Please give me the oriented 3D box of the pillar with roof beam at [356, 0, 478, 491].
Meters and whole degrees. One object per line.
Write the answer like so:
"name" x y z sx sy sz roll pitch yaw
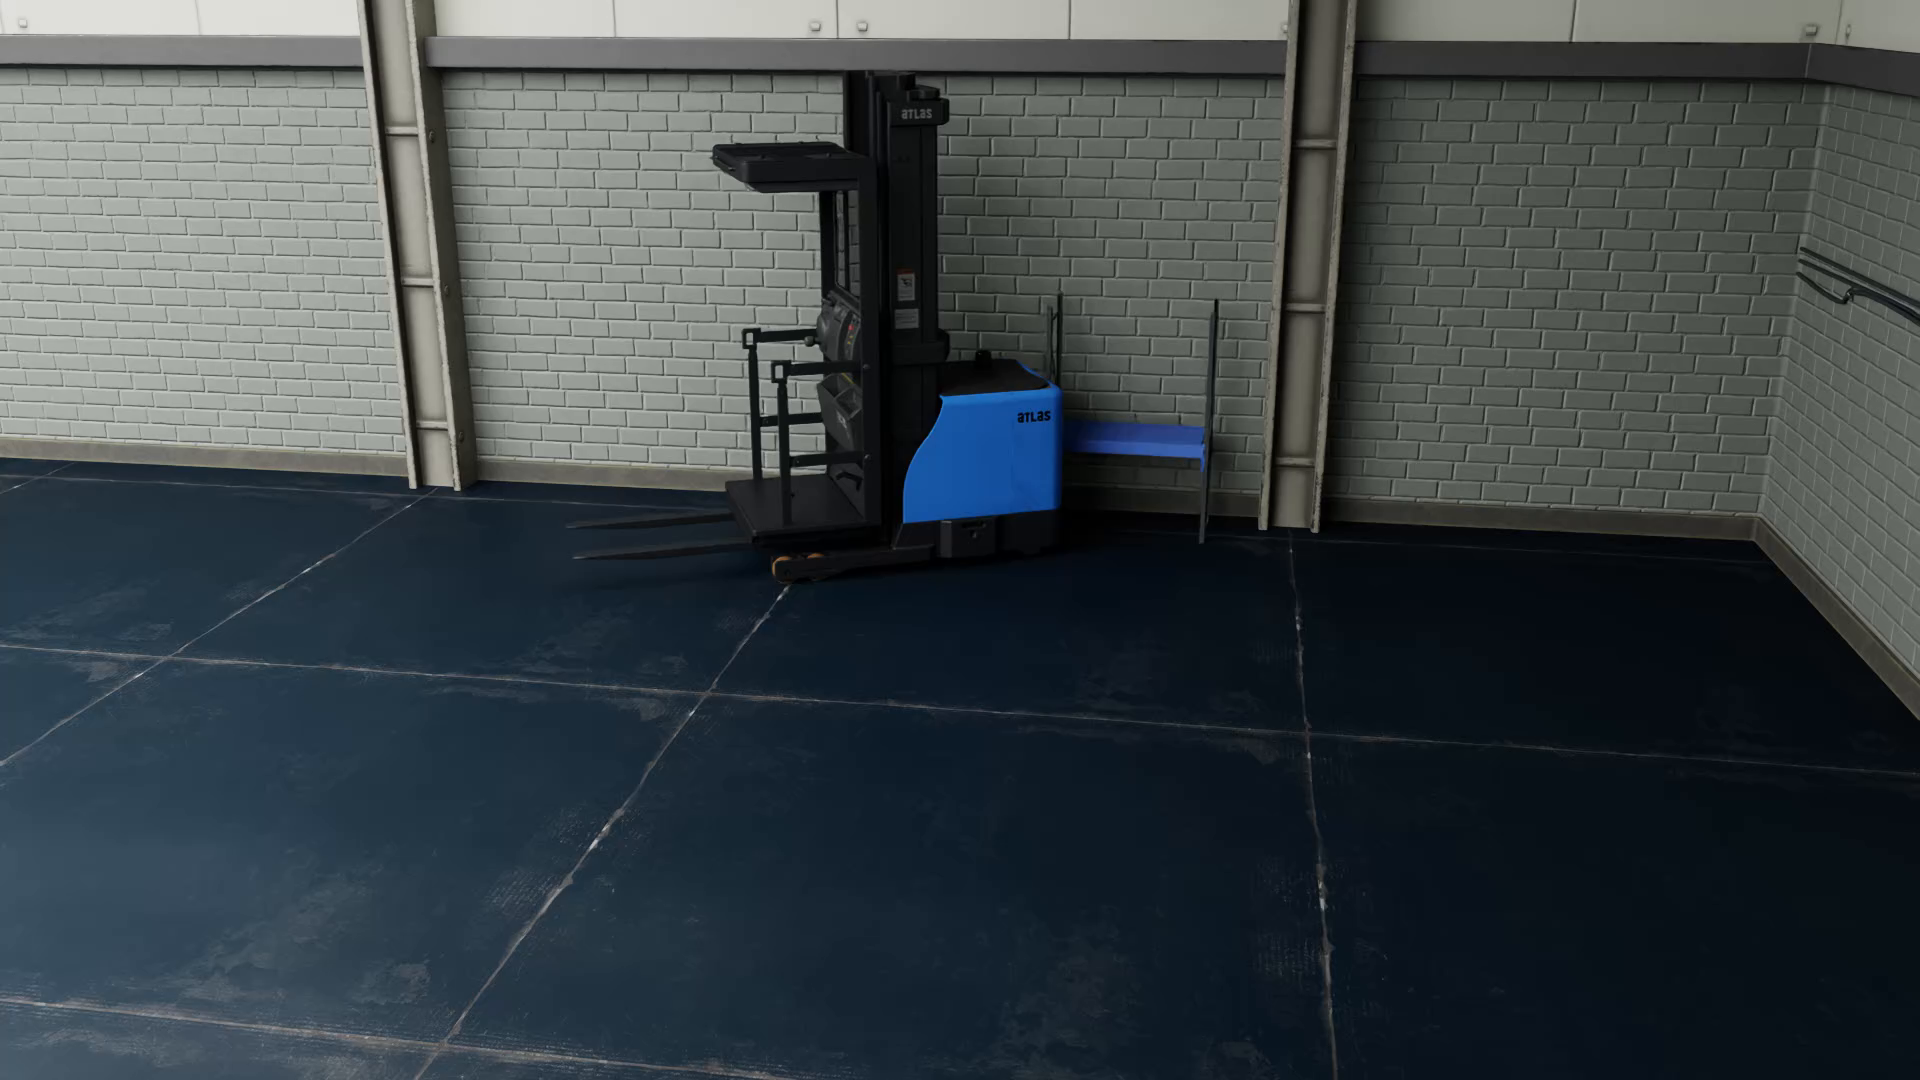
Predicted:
"pillar with roof beam" -4.409 -3.328 6.568 0.400 9.000 9.100 3 19 9

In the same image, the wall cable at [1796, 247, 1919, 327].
"wall cable" 4.897 -2.340 8.508 0.112 2.526 3.097 3 19 9

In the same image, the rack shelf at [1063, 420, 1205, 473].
"rack shelf" 1.110 -0.626 10.878 1.000 0.185 0.538 4 19 11

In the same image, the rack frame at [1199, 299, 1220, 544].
"rack frame" 1.609 -0.765 10.725 0.032 1.500 0.500 4 19 11

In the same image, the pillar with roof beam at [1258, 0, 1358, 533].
"pillar with roof beam" 1.515 -3.026 5.666 0.400 9.000 9.100 3 19 9

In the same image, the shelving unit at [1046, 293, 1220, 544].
"shelving unit" 1.110 -0.797 10.821 1.048 1.500 0.538 4 19 11

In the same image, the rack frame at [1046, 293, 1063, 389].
"rack frame" 0.612 -0.829 10.916 0.032 1.500 0.500 4 19 11

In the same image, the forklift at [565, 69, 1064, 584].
"forklift" -0.922 -1.311 10.102 3.031 2.935 1.130 -5 19 -16
